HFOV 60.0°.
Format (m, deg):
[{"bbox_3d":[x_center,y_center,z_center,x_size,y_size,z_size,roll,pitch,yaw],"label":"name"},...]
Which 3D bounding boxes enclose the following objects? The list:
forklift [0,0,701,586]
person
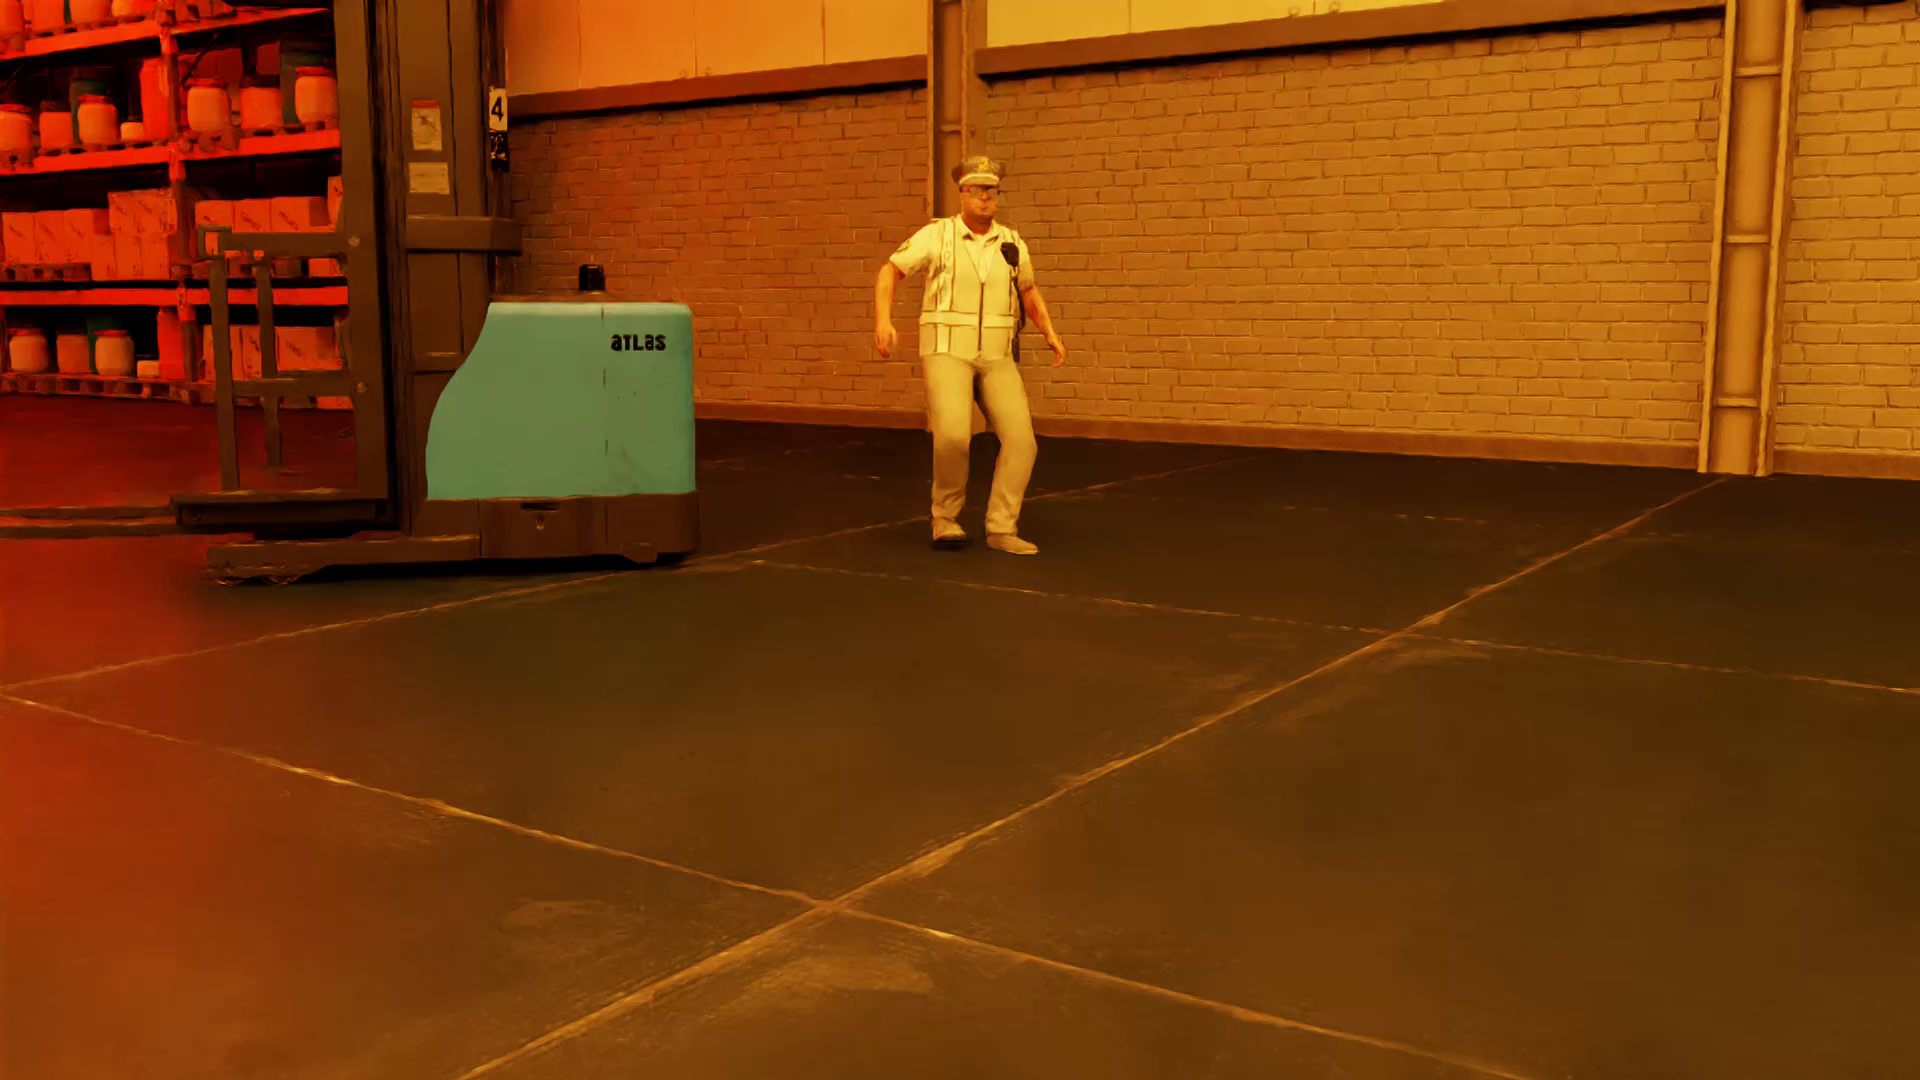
[{"bbox_3d":[-2.643,-1.358,6.741,3.031,2.935,1.130,-2,8,-13],"label":"forklift"},{"bbox_3d":[0.070,-0.799,7.315,0.913,1.729,0.620,-2,8,-17],"label":"person"}]
